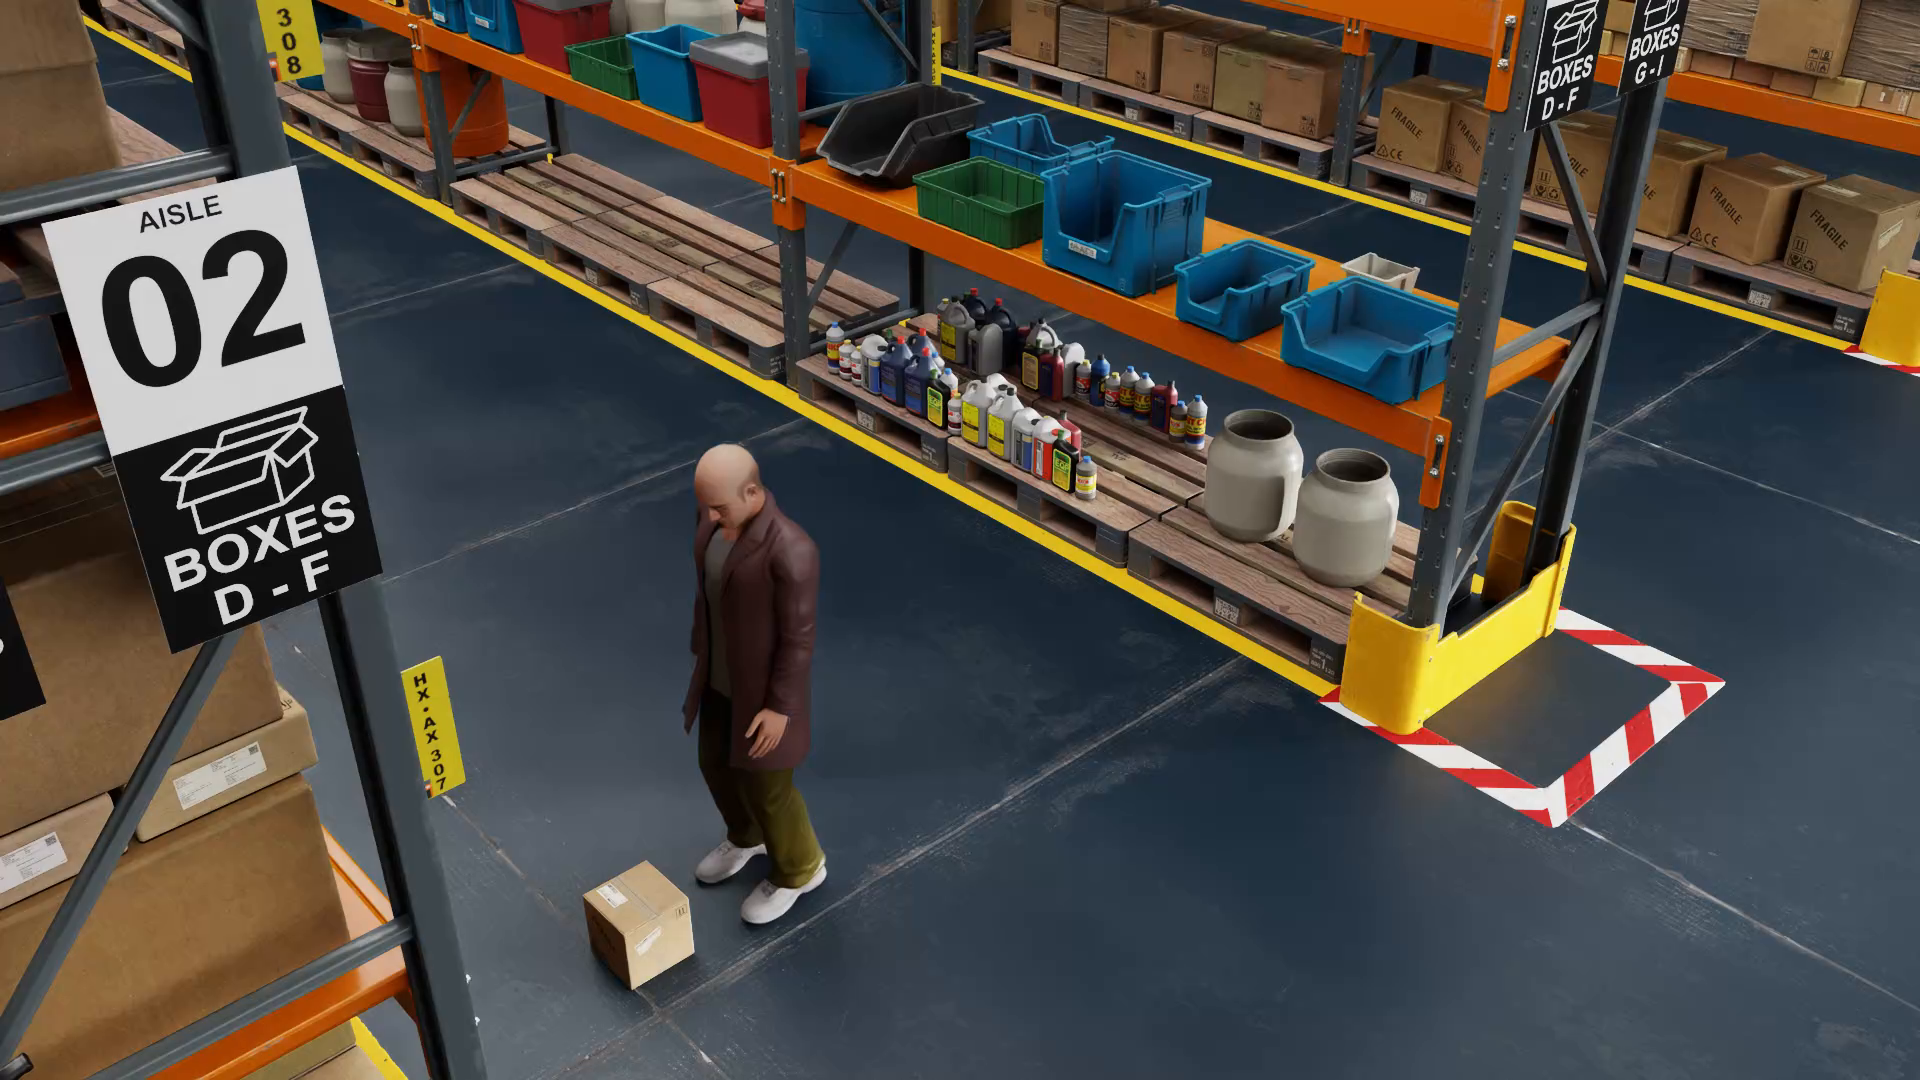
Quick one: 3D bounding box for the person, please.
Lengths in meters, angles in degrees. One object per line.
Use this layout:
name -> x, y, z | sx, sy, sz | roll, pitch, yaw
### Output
person -> -0.680, 0.466, 5.413 | 0.378, 1.757, 0.572 | -25, 39, -34
